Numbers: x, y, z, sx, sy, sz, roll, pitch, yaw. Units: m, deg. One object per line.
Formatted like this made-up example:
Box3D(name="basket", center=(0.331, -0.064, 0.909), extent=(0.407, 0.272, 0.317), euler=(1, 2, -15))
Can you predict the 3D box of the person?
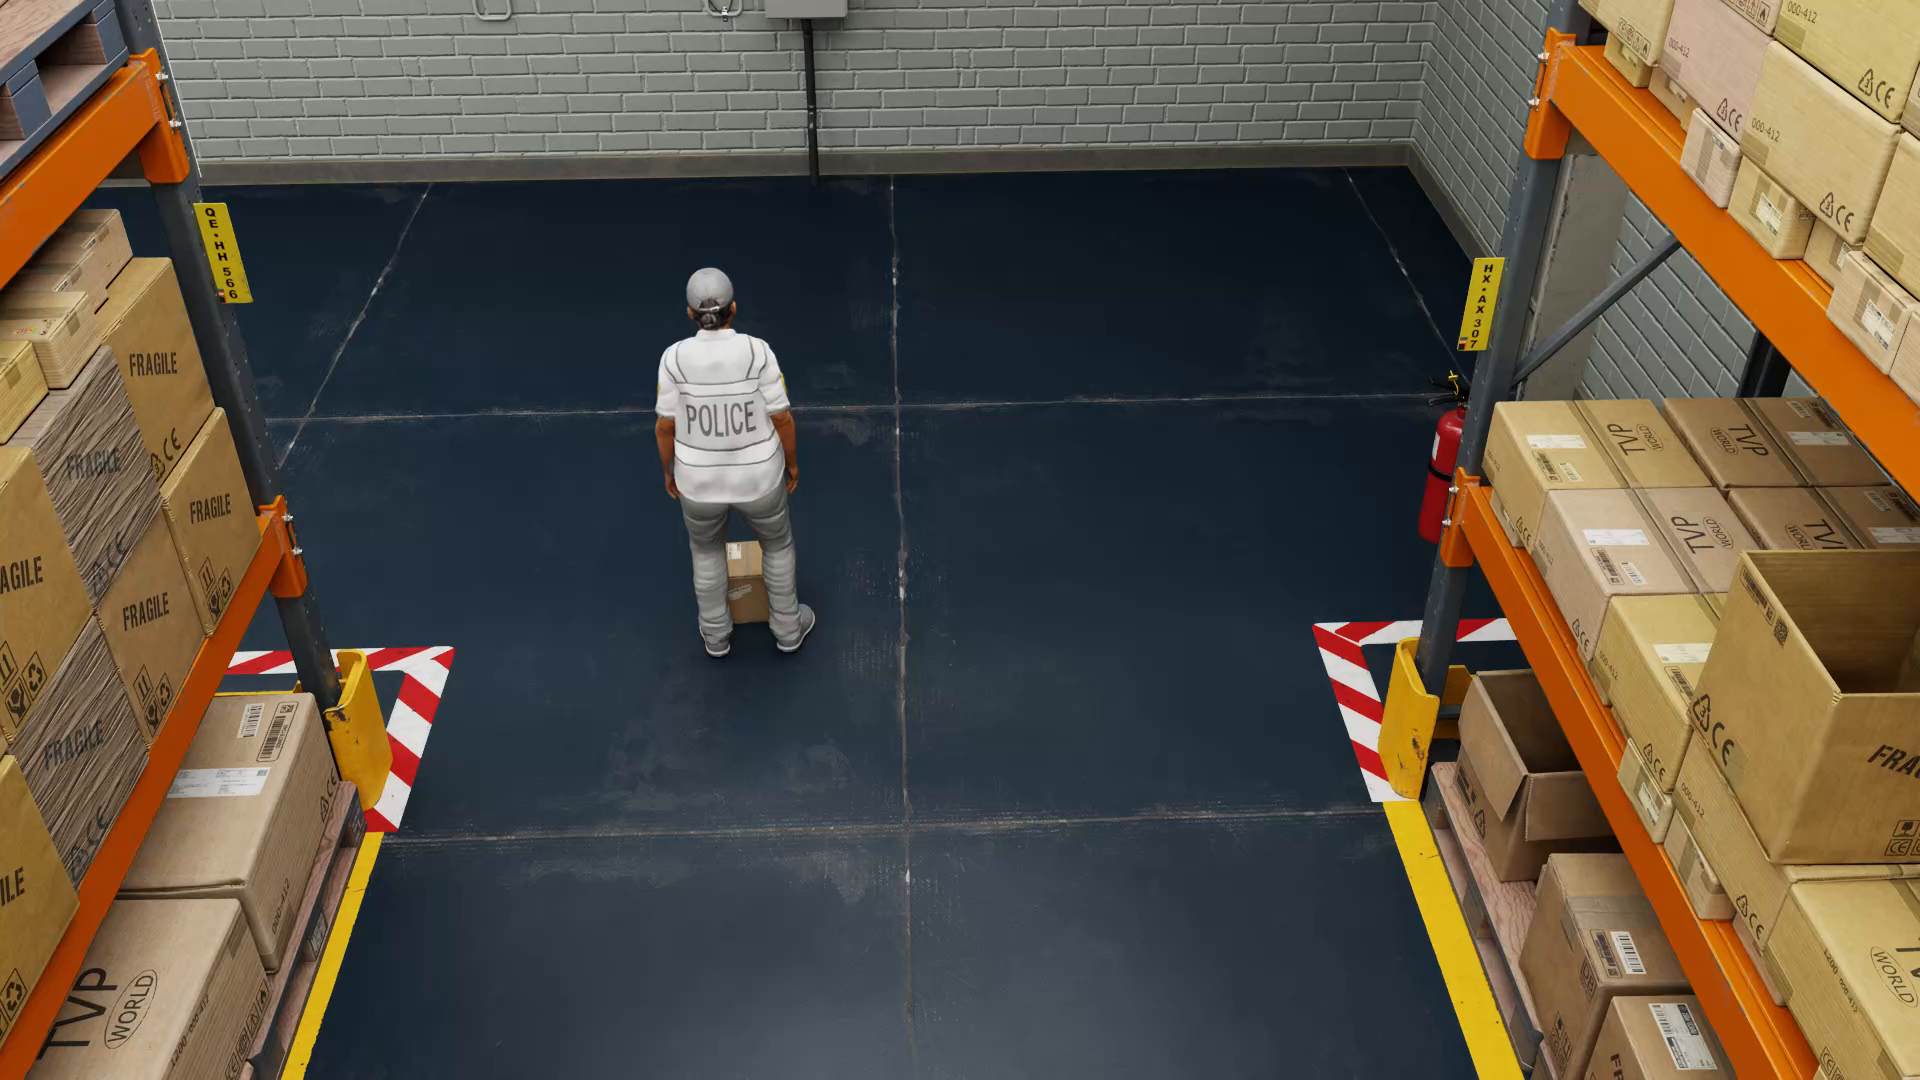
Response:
Box3D(name="person", center=(-0.888, -0.273, 6.524), extent=(0.552, 1.666, 0.472), euler=(-2, 36, -3))
